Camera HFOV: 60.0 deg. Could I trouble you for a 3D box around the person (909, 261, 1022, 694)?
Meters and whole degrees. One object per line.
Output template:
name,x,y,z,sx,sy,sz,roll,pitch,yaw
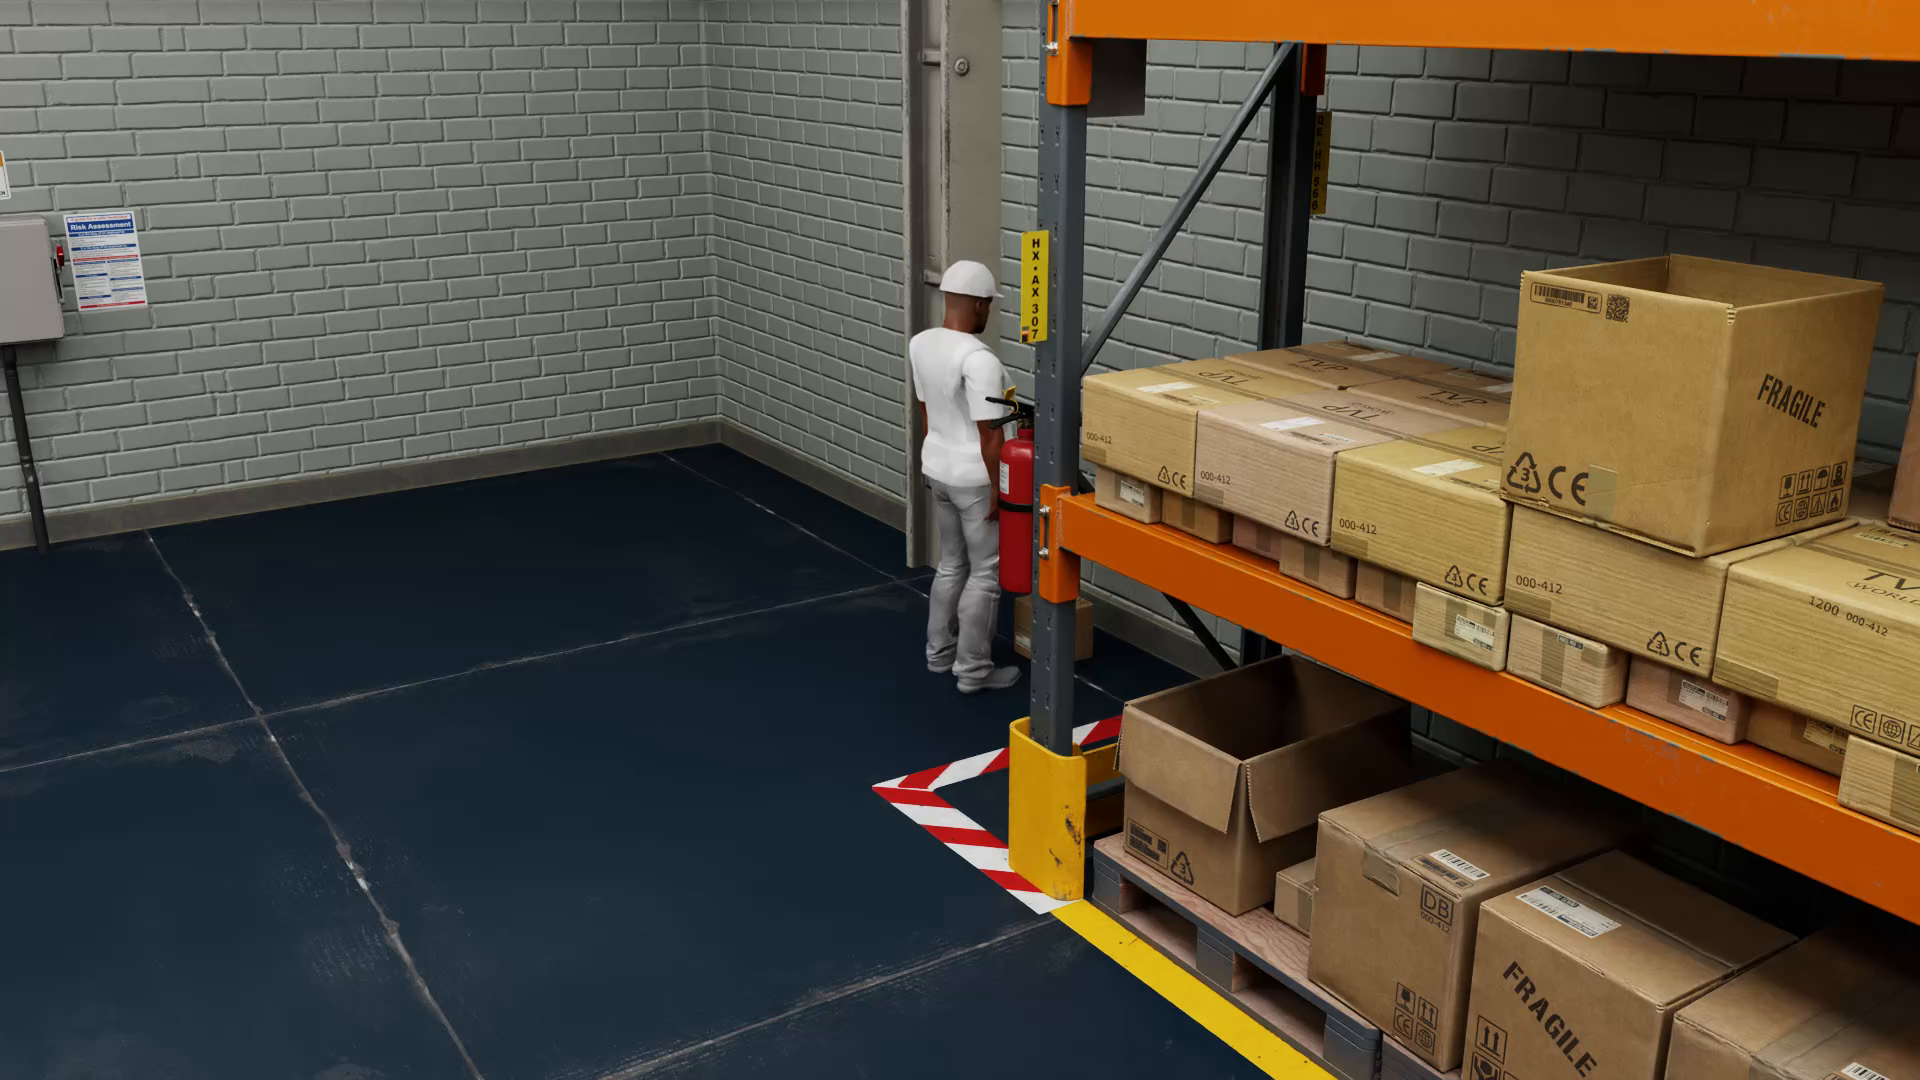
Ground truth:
person,0.025,-0.264,6.842,0.362,1.766,0.566,-11,21,-30
